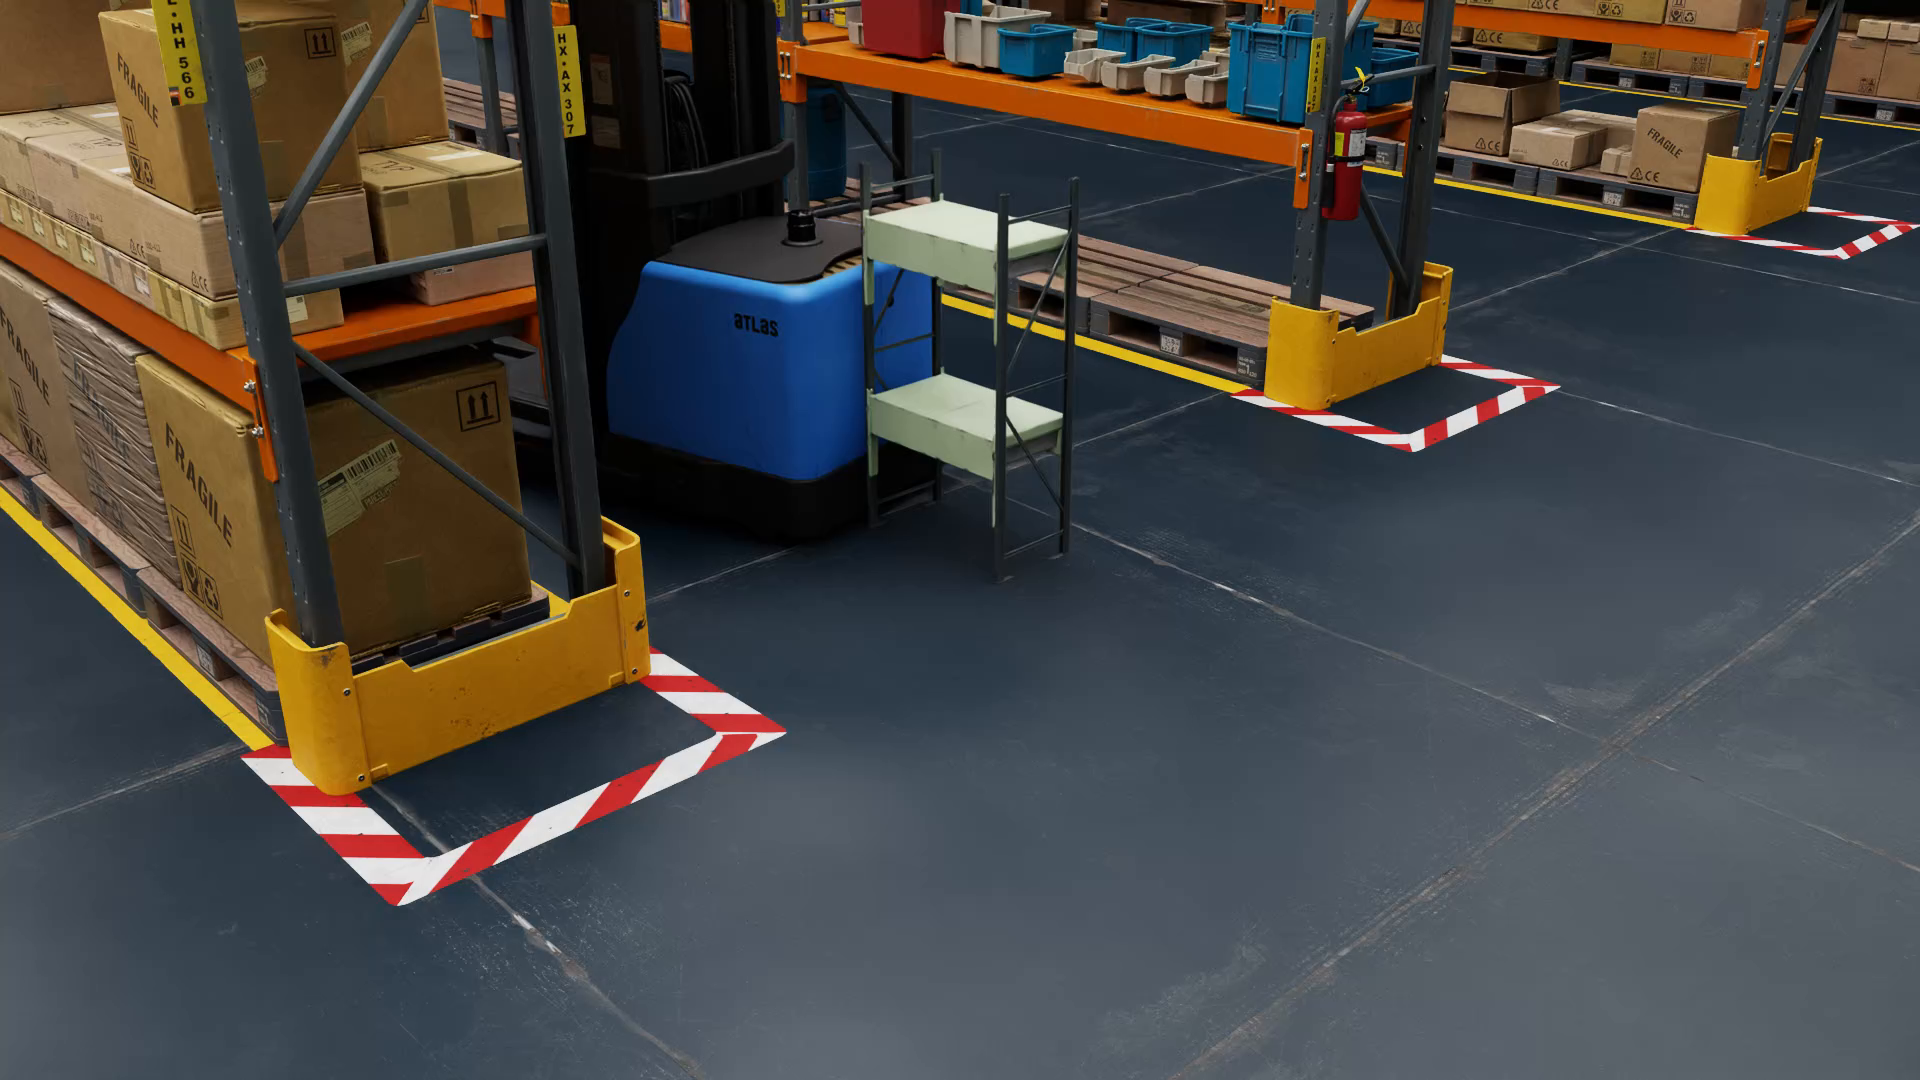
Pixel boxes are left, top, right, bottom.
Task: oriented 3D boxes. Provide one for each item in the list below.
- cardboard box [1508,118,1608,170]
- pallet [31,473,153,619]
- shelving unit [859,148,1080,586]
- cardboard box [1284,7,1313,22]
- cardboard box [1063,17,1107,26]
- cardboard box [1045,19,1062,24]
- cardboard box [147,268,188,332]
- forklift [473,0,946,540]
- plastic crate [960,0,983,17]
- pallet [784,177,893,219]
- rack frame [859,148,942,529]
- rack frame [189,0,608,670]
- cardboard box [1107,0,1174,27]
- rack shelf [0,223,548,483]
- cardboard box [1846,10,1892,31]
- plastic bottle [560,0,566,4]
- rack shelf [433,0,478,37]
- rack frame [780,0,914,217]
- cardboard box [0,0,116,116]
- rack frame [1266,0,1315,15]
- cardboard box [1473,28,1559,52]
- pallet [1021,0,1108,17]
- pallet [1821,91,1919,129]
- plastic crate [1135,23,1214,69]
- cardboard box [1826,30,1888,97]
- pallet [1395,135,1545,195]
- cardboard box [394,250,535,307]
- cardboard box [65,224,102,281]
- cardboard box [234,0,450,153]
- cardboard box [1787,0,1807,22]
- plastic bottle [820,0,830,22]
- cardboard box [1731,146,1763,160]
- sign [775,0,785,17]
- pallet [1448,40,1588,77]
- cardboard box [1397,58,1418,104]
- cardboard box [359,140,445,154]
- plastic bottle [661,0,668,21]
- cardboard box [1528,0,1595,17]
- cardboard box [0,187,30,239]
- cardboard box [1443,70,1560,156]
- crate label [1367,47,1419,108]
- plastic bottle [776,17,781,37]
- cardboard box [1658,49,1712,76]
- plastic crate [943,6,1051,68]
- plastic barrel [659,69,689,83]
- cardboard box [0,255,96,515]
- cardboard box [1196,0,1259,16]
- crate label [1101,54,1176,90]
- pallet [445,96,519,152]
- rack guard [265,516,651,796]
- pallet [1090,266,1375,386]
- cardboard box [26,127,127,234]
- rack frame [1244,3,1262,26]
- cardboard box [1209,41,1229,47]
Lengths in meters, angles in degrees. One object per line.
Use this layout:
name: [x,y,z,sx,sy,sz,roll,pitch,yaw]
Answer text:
cardboard box: [4.453,-2.950,12.386,0.500,0.250,0.500,-21,32,-38]
pallet: [-3.035,-0.122,6.763,1.003,0.211,1.213,-21,32,-38]
shelving unit: [0.027,-0.678,6.428,0.431,1.500,0.755,-22,32,-39]
cardboard box: [4.184,-6.393,19.234,0.750,0.750,0.750,-22,32,-39]
cardboard box: [1.328,-4.723,15.971,0.500,0.500,0.500,22,33,40]
cardboard box: [0.629,-4.721,15.966,0.500,0.500,0.500,22,33,40]
cardboard box: [-2.264,-0.779,5.147,0.380,0.149,0.250,-21,32,-38]
forklift: [-1.577,-1.784,7.128,3.031,2.935,1.130,15,28,30]
plastic crate: [-0.152,-3.393,10.521,0.392,0.384,0.575,-21,32,-38]
pallet: [-1.217,-2.395,11.745,1.003,0.211,1.213,-21,32,-38]
rack frame: [-0.227,-0.787,6.668,0.400,1.500,0.023,-22,32,-39]
rack frame: [-1.602,-0.801,4.892,1.000,3.000,0.127,-21,32,-38]
cardboard box: [1.719,-4.897,15.447,0.500,0.250,0.500,-22,32,-39]
rack shelf: [-2.969,-1.080,6.369,1.077,0.370,4.000,-21,32,-38]
cardboard box: [8.408,-4.797,15.376,0.380,0.149,0.250,-21,32,-38]
plastic bottle: [-2.928,-4.093,12.348,0.097,0.201,0.097,0,25,0]
rack shelf: [-4.821,-4.908,14.762,1.077,0.370,4.000,-21,32,-38]
rack frame: [-0.720,-3.418,10.628,1.000,3.000,0.127,-21,32,-38]
cardboard box: [-3.505,-1.896,6.210,0.500,0.500,0.500,-22,33,-40]
rack frame: [2.898,-4.822,13.706,1.000,3.000,0.127,-21,32,-38]
cardboard box: [5.972,-5.601,17.499,0.750,0.750,0.750,-21,32,-38]
pallet: [1.577,-7.148,22.164,1.003,0.211,1.213,-21,32,-38]
pallet: [8.642,-3.968,15.193,1.003,0.211,1.213,-21,32,-38]
plastic crate: [1.186,-2.724,9.237,0.416,0.233,0.300,-21,32,-38]
cardboard box: [8.352,-4.406,15.299,0.700,0.500,0.500,-21,32,-39]
pallet: [4.205,-2.975,13.017,1.003,0.211,1.213,-21,32,-38]
cardboard box: [-1.603,-0.888,5.385,0.380,0.149,0.250,-21,32,-38]
cardboard box: [-2.784,-1.010,5.653,0.380,0.149,0.250,-22,33,-40]
cardboard box: [-2.074,-1.583,5.524,0.500,0.500,0.500,-22,33,-40]
cardboard box: [5.521,-3.865,11.487,0.500,0.500,0.500,-20,32,-37]
plastic bottle: [-0.909,-3.691,11.382,0.097,0.271,0.097,0,25,0]
cardboard box: [5.597,-2.738,12.042,0.380,0.149,0.250,-21,32,-38]
sign: [-1.123,-3.388,10.230,0.100,0.325,0.005,-21,32,-38]
pallet: [5.929,-5.172,17.833,1.003,0.211,1.213,-21,32,-38]
cardboard box: [3.495,-3.793,13.931,0.500,0.500,0.500,-21,32,-38]
cardboard box: [-2.093,-1.246,5.689,0.500,0.250,0.500,-22,32,-39]
plastic bottle: [-2.011,-3.687,11.457,0.097,0.201,0.097,0,25,0]
cardboard box: [4.433,-4.023,11.834,0.500,0.500,0.500,-21,32,-38]
cardboard box: [-3.310,-1.243,6.163,0.380,0.149,0.250,-22,33,-40]
cardboard box: [4.186,-3.319,12.888,0.797,0.503,0.637,-21,32,-38]
crate label: [2.085,-2.325,8.363,0.416,0.233,0.303,-21,32,-38]
plastic bottle: [-1.225,-3.389,10.715,0.152,0.276,0.135,-21,32,-38]
cardboard box: [7.289,-4.873,16.324,0.700,0.500,0.500,-22,32,-39]
plastic crate: [0.189,-2.876,9.512,0.437,0.282,0.530,-21,32,-38]
plastic barrel: [-2.335,-3.238,12.634,0.600,0.588,0.708,-21,32,-38]
cardboard box: [-3.328,-0.742,6.816,0.875,0.875,0.875,-21,32,-38]
cardboard box: [3.247,-6.706,20.318,0.700,0.500,0.500,-21,32,-38]
crate label: [0.929,-2.478,8.814,0.396,0.136,0.243,-21,32,-38]
pallet: [-3.955,-3.607,14.402,1.003,0.211,1.213,-21,32,-38]
rack guard: [-1.585,0.344,5.395,1.175,0.500,0.348,-21,32,-38]
pallet: [1.479,-1.198,9.122,1.003,0.211,1.213,-21,32,-38]
cardboard box: [-2.821,-1.248,5.693,0.500,0.250,0.500,22,33,40]
rack frame: [3.778,-7.440,19.445,1.000,3.000,0.127,-21,32,-38]
cardboard box: [2.020,-4.105,14.616,0.500,0.500,0.500,-21,32,-38]
